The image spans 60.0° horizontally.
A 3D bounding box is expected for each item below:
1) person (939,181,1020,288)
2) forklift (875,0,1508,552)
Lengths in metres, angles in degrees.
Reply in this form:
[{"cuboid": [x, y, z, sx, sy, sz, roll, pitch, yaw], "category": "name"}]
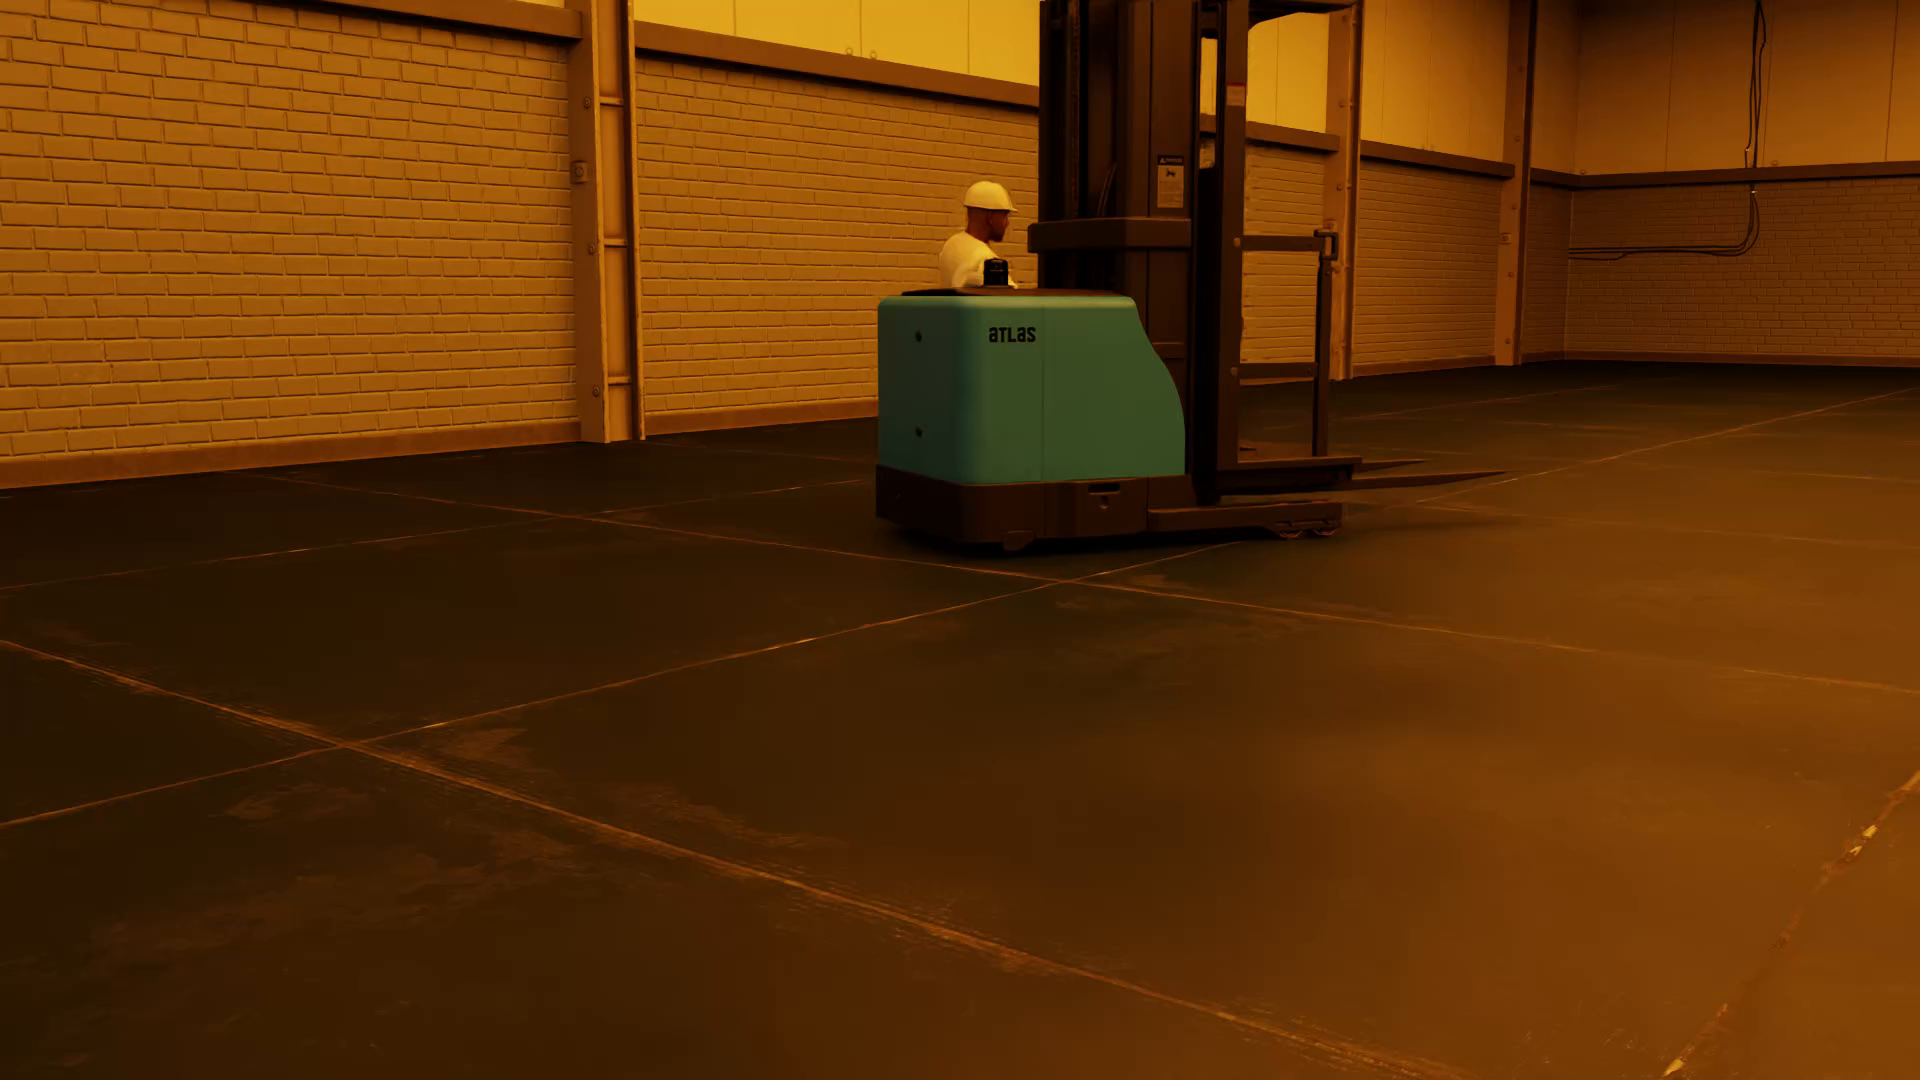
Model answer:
[{"cuboid": [0.263, -0.981, 8.408, 0.693, 1.621, 0.804, -2, 9, -15], "category": "person"}, {"cuboid": [1.174, -1.520, 7.667, 3.031, 2.935, 1.130, -4, 9, -24], "category": "forklift"}]
